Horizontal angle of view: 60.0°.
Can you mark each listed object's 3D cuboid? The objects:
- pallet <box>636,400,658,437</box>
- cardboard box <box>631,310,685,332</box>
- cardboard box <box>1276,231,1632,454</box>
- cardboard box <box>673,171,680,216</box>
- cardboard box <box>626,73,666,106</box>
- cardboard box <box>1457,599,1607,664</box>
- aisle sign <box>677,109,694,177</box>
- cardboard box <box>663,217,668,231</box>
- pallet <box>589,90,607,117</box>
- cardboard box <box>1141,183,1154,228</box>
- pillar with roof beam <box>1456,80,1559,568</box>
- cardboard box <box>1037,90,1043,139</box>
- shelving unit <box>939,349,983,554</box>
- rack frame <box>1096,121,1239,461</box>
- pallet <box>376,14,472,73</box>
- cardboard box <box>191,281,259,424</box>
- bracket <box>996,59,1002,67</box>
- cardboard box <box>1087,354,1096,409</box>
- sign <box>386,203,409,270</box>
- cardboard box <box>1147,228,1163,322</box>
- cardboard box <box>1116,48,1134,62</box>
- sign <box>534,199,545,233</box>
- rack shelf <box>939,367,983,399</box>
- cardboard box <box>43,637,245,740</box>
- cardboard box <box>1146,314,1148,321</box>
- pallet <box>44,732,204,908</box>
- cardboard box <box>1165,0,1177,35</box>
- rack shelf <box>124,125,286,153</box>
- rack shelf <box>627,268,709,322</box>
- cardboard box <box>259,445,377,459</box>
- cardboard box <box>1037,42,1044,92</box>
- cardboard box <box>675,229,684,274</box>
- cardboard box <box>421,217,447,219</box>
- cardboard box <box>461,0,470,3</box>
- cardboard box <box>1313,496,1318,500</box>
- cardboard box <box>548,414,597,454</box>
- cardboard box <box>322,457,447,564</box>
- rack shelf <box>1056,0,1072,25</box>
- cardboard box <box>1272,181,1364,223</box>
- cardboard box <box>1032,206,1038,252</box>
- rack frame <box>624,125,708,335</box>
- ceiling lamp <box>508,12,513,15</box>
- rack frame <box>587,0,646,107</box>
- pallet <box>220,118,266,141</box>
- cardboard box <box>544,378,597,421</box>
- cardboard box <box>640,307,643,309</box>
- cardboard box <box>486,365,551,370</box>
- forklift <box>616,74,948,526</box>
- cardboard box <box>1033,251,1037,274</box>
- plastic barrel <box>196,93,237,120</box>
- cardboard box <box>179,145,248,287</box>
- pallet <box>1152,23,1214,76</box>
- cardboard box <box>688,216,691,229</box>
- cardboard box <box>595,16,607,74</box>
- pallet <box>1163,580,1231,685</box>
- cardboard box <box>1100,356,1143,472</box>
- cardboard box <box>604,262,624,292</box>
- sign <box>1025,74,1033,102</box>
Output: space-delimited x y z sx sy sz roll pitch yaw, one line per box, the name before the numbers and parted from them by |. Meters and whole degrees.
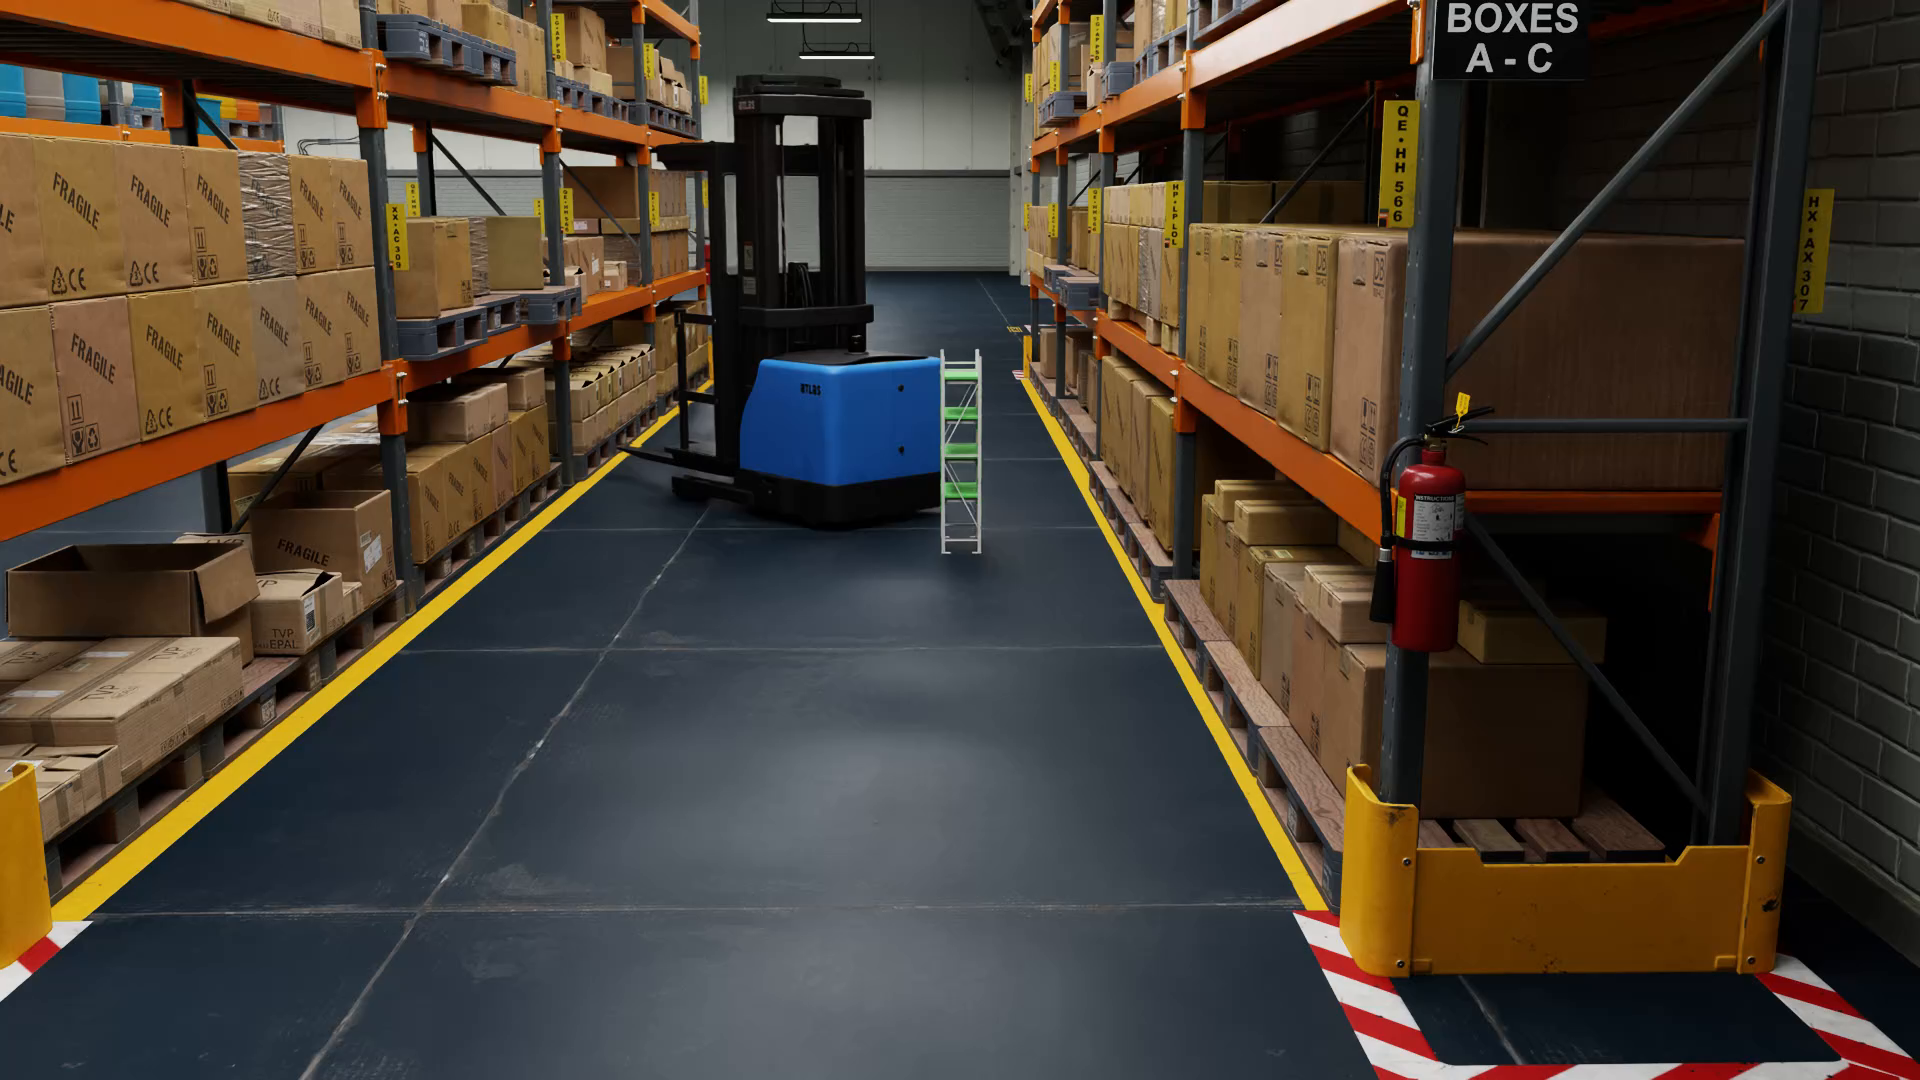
pallet | -3.448 -1.153 15.711 1.003 0.211 1.213 0 11 -1
cardboard box | -3.219 -2.184 17.753 0.500 0.500 0.500 0 11 -1
cardboard box | 1.652 -0.694 5.683 0.980 0.700 0.700 0 11 -2
cardboard box | -3.570 -3.938 18.911 0.700 0.500 0.500 -1 11 -3
cardboard box | -3.260 -4.575 16.838 0.500 0.311 0.500 -1 12 -4
cardboard box | 1.787 0.285 5.209 0.380 0.149 0.250 0 11 -1
aisle sign | -3.292 -4.749 19.886 0.394 0.787 0.004 0 11 -1
cardboard box | -3.349 -3.395 17.866 0.380 0.149 0.250 0 11 -2
pallet | -3.549 -3.605 13.715 1.003 0.211 1.213 0 11 1
cardboard box | 1.339 -1.964 9.758 0.500 0.250 0.500 0 11 0
pillar with roof beam | -1.809 -3.883 7.068 9.100 9.000 0.400 0 11 -1
cardboard box | 1.115 -4.733 18.500 0.500 0.500 0.500 0 11 1
shelving unit | 0.003 -0.555 10.278 0.258 1.200 0.503 0 11 -1
rack frame | 1.533 -1.892 12.340 1.000 3.000 0.127 0 11 -1
pallet | -3.280 -2.583 8.677 1.213 0.211 1.003 0 11 -1
cardboard box | -3.032 -0.720 6.314 0.500 0.500 0.500 0 11 0
bracket | 1.215 -14.566 50.672 0.235 0.232 0.430 0 11 -1
cardboard box | 1.543 -1.429 15.238 0.700 0.500 0.500 0 11 -2
sign | -2.794 -1.504 8.249 0.100 0.325 0.005 0 11 -1
cardboard box | 1.334 -1.493 9.326 0.500 0.500 0.500 0 11 -1
cardboard box | 1.599 -3.680 13.301 0.797 0.503 0.637 1 12 7
sign | -4.057 -3.126 16.048 0.100 0.325 0.005 0 11 -1
rack shelf | 0.003 -0.963 10.195 0.258 0.148 0.480 0 11 -1
cardboard box | -3.002 0.543 6.145 0.500 0.250 0.500 0 11 -1
cardboard box | 1.349 -1.355 10.275 0.380 0.149 0.250 0 11 1
pallet | -3.273 0.913 5.530 1.003 0.211 1.213 0 11 -1
cardboard box | 1.663 -3.315 10.453 0.700 0.500 0.500 0 11 2
rack shelf | -8.496 -4.161 17.791 1.077 0.370 4.000 0 11 -1
rack shelf | -3.543 -2.711 18.186 1.077 0.370 4.000 0 11 -1
cardboard box | -3.635 -0.261 9.483 0.500 0.500 0.500 0 11 -1
cardboard box | 1.115 -5.222 18.392 0.500 0.500 0.500 0 11 0
cardboard box | -3.572 -3.313 19.092 0.700 0.500 0.500 0 11 0
cardboard box | -3.435 -1.681 9.995 0.700 0.500 0.500 -3 12 -16
cardboard box | -3.395 -3.590 10.401 0.500 0.500 0.500 0 11 -1
cardboard box | 1.743 -0.119 7.200 0.380 0.149 0.250 -1 11 -3
cardboard box | -3.136 -0.834 12.986 0.500 0.250 0.500 0 11 -1
cardboard box | -3.103 -0.163 9.000 0.500 0.500 0.500 -1 11 -4
rack shelf | 1.492 -4.681 13.814 1.077 0.370 4.000 0 11 -1
cardboard box | 1.867 -1.761 8.760 0.500 0.250 0.500 0 11 1
cardboard box | 1.082 -3.489 18.652 0.500 0.500 0.500 -1 11 -3
rack frame | -3.585 -3.461 20.074 1.000 3.000 0.127 0 11 -1
ceiling lamp | -10.402 -12.481 34.766 2.000 3.185 0.800 0 11 -1
rack frame | -3.502 -5.606 15.559 1.000 3.000 0.127 0 11 -1
pallet | -8.618 -4.654 18.886 1.003 0.211 1.213 0 11 -1
cardboard box | -3.136 -1.109 12.931 0.500 0.311 0.500 0 11 1
cardboard box | -3.760 -2.381 18.722 0.500 0.500 0.500 0 11 -1
cardboard box | -3.701 -1.311 13.924 0.500 0.311 0.500 0 11 -2
forklift | -1.437 -1.765 11.885 1.130 2.935 3.031 -10 15 -41
cardboard box | 1.090 -3.116 18.699 0.500 0.250 0.500 0 11 -2
plastic barrel | -8.386 -4.983 18.505 0.600 0.588 0.600 0 11 0
cardboard box | -3.035 -1.213 6.228 0.500 0.500 0.500 0 11 -2
pallet | 1.548 -2.655 9.039 0.805 0.209 1.217 -1 11 -3
cardboard box | -3.386 -3.753 19.629 0.380 0.149 0.250 0 11 -2
cardboard box | -3.529 -4.513 15.150 0.500 0.500 0.500 0 11 0
pallet | 1.553 0.421 7.951 1.003 0.211 1.213 0 11 -1
cardboard box | 1.417 -0.897 11.789 0.750 0.750 0.750 0 11 -2
cardboard box | -3.300 -2.426 15.311 0.396 0.266 0.258 -1 11 -3
sign | 0.826 -5.378 19.782 0.100 0.325 0.005 0 11 -1
